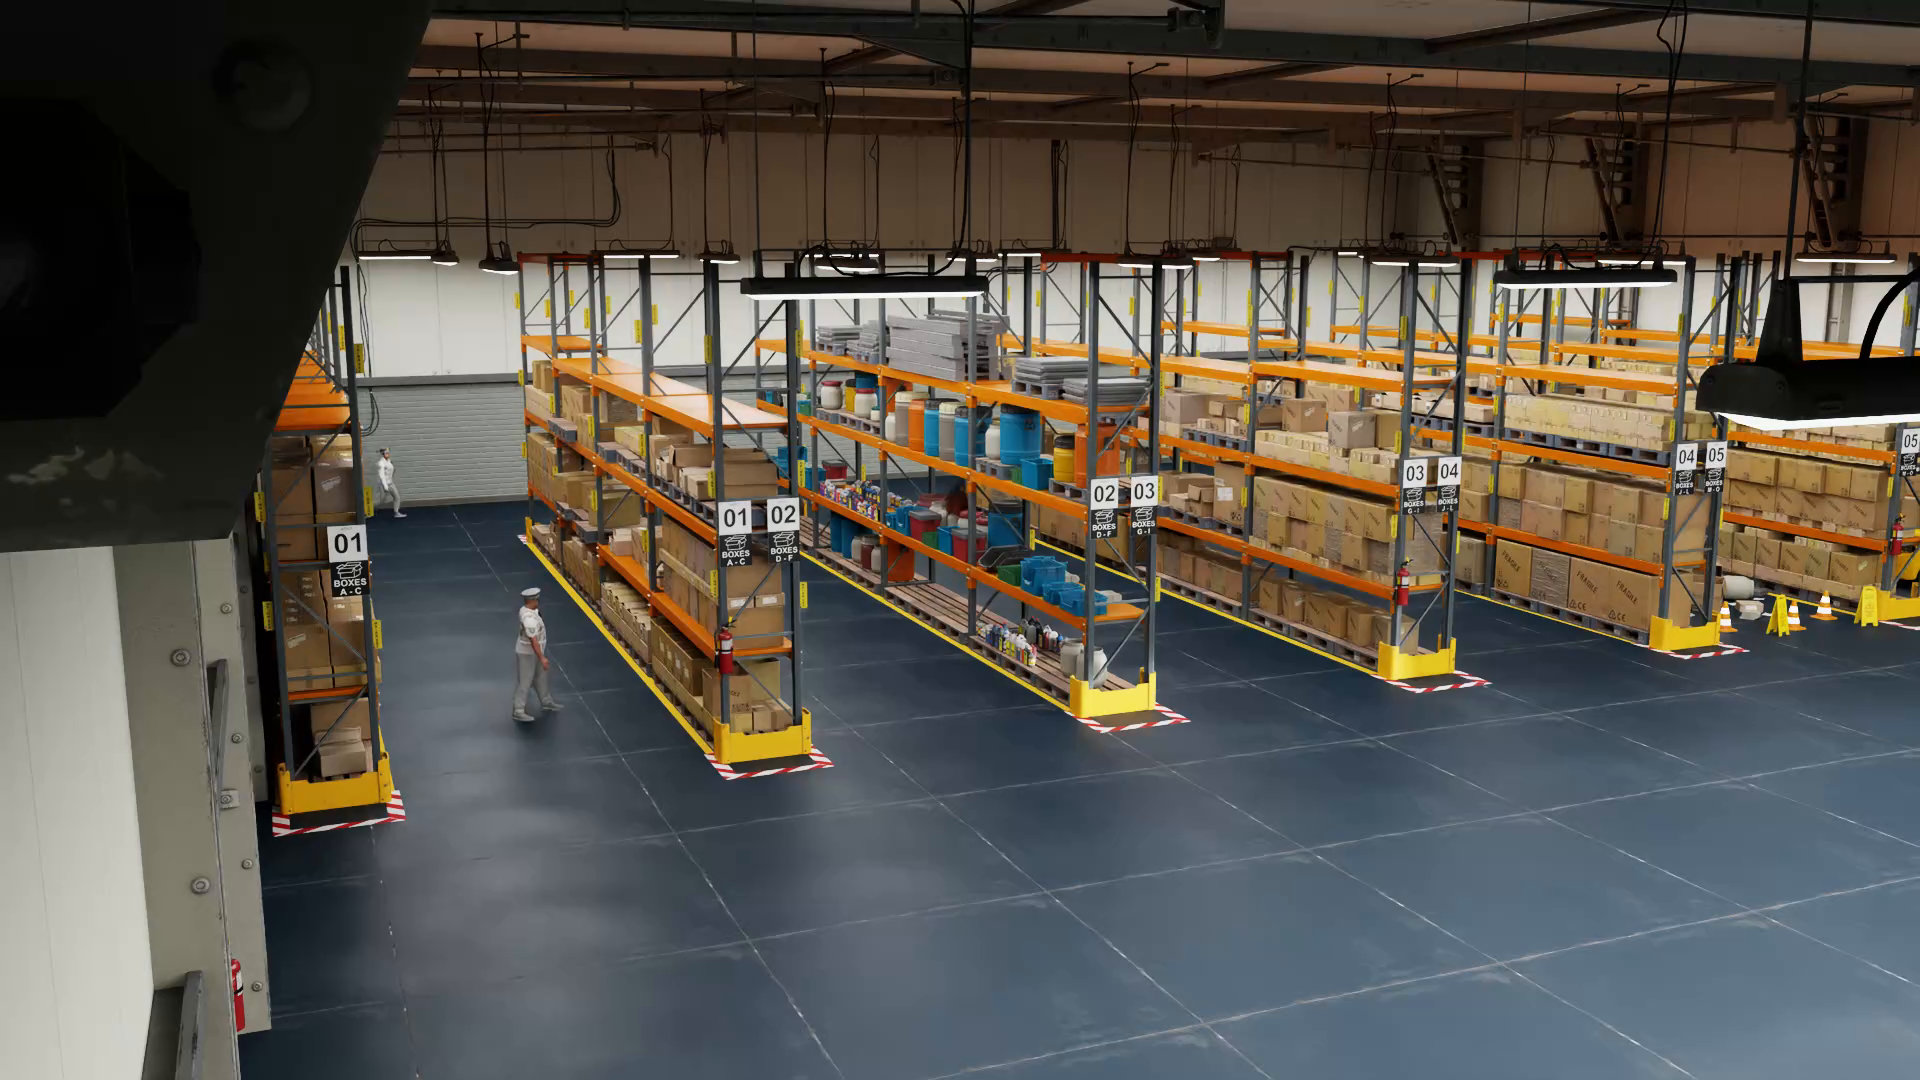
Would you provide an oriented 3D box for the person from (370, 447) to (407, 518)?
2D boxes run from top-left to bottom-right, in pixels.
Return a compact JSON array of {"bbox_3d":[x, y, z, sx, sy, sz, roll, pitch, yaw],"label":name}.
[{"bbox_3d":[-13.003,-1.293,37.514,0.907,1.624,0.522,-1,10,-8],"label":"person"}]

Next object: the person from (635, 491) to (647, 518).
[{"bbox_3d":[-6.706,-0.840,34.976,0.628,1.595,1.028,-4,11,-21],"label":"person"}]

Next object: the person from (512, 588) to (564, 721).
[{"bbox_3d":[-5.639,1.493,22.062,0.638,1.763,0.710,-2,10,-8],"label":"person"}]
